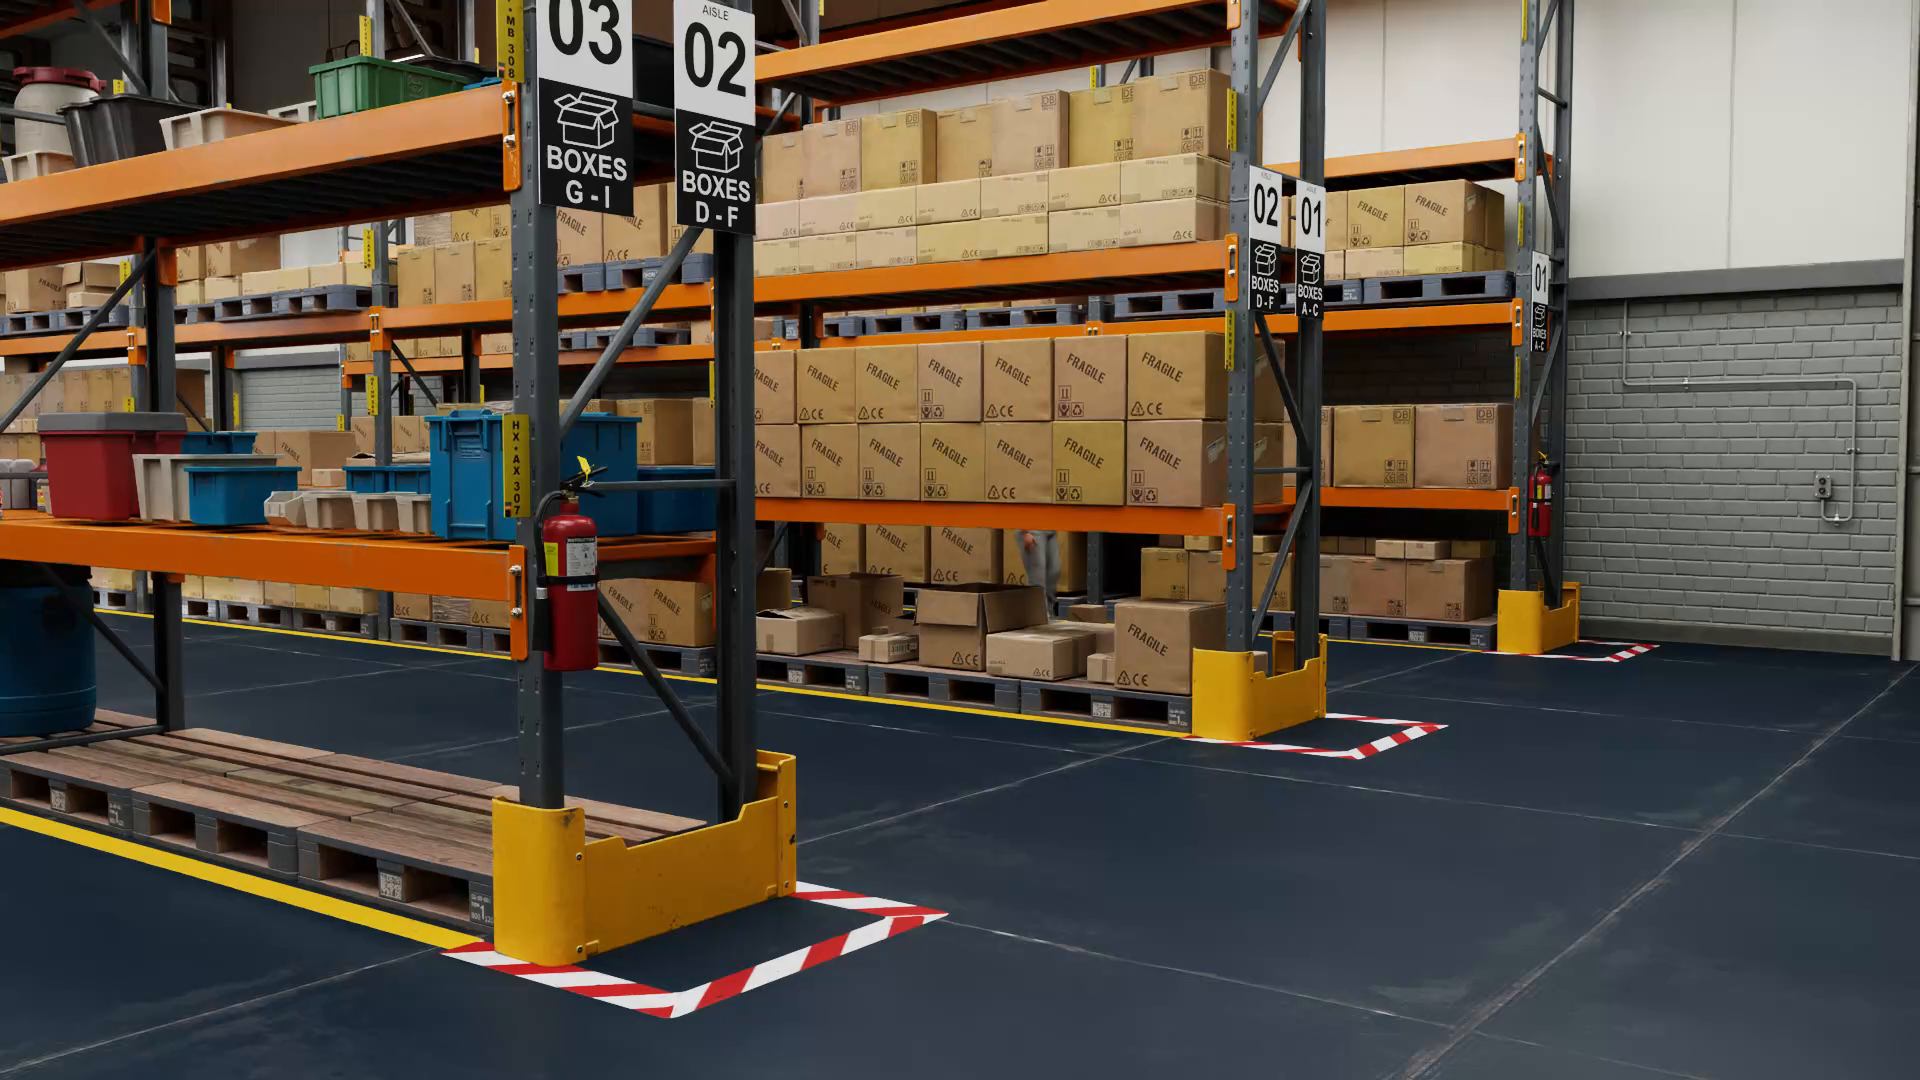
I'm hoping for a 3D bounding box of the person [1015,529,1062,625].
[{"bbox_3d":[0.752,-0.044,14.853,0.515,1.800,0.619,2,4,31],"label":"person"}]
